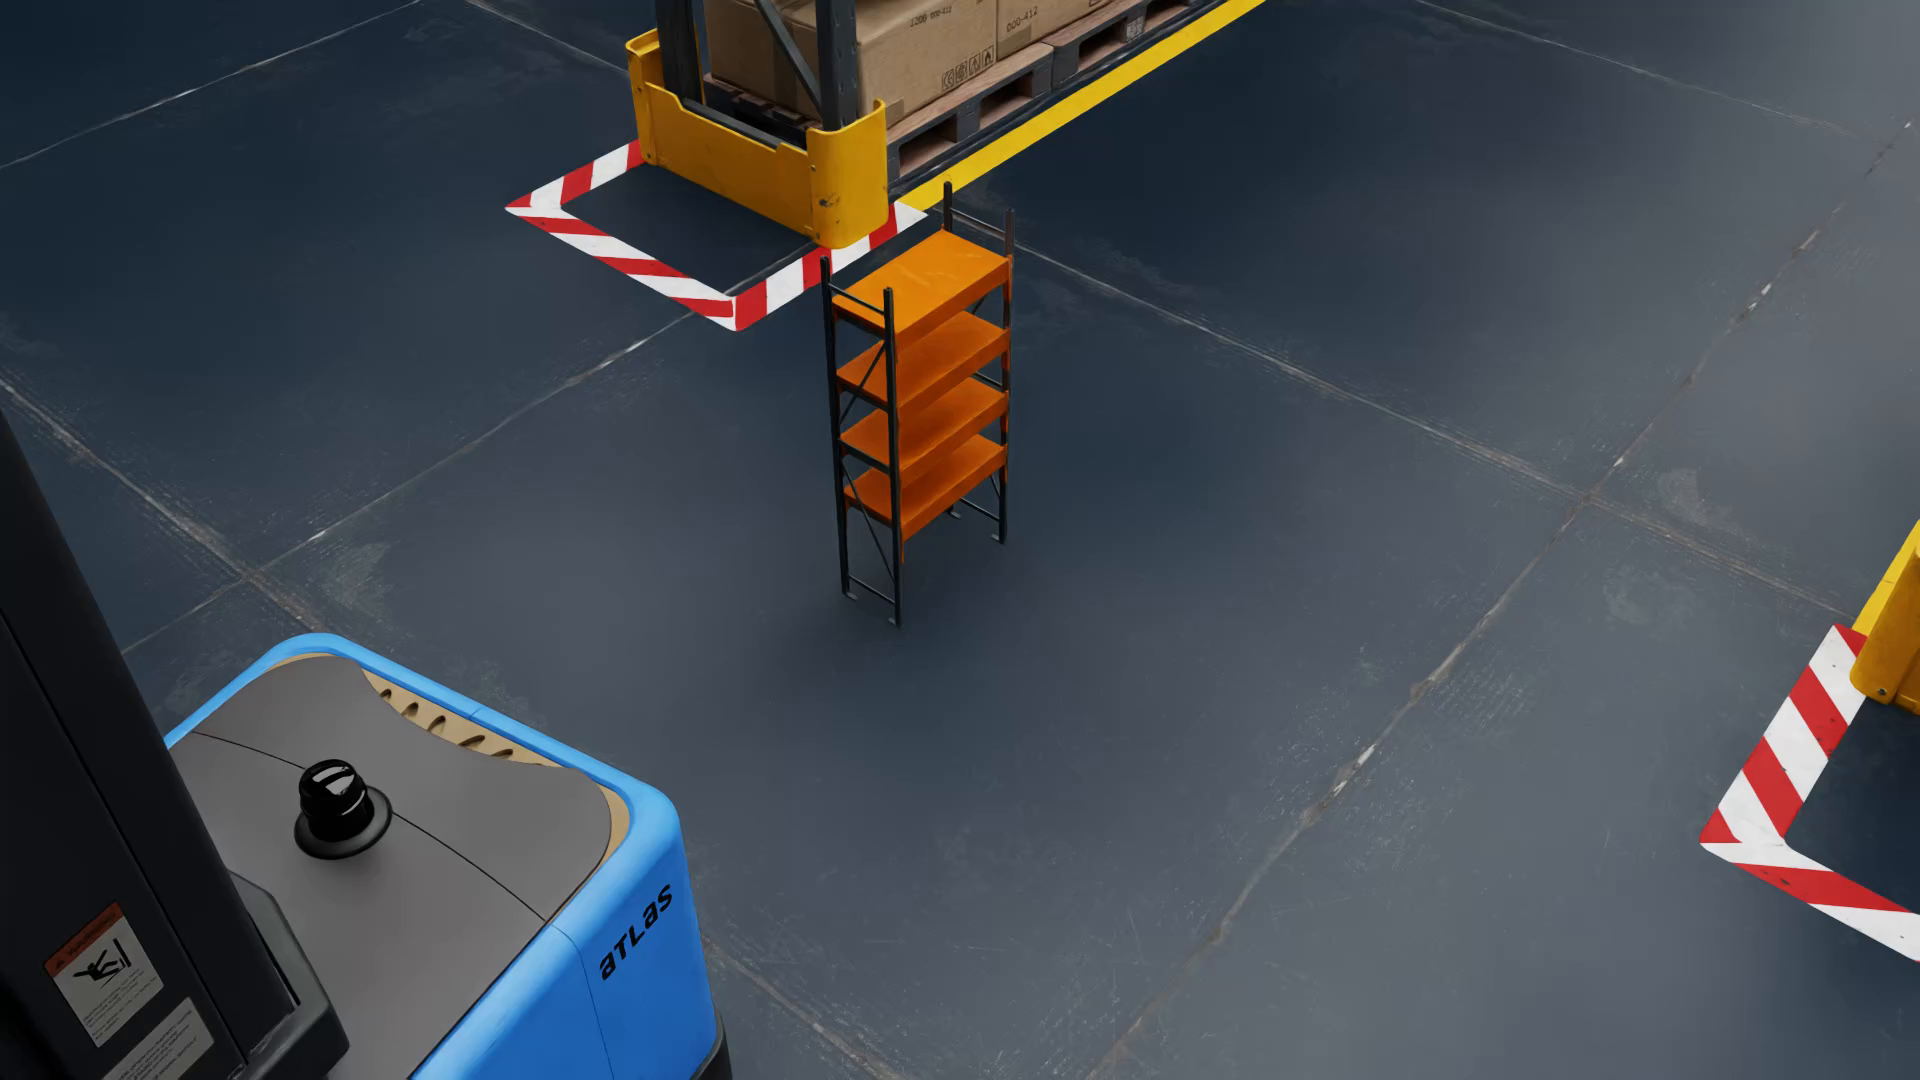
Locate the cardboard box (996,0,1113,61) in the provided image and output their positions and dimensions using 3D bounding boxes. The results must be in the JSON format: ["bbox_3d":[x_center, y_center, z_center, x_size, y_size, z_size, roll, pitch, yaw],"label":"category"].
[{"bbox_3d":[0.130,-2.646,7.522,0.875,0.438,0.875,31,51,29],"label":"cardboard box"}]

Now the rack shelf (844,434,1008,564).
[{"bbox_3d":[-0.107,-0.162,4.931,0.258,0.148,0.480,29,50,28],"label":"rack shelf"}]

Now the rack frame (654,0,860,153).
[{"bbox_3d":[-0.801,-2.580,5.858,1.000,3.000,0.127,29,50,28],"label":"rack frame"}]

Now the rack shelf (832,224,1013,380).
[{"bbox_3d":[-0.107,-0.649,4.488,0.258,0.148,0.480,29,50,28],"label":"rack shelf"}]

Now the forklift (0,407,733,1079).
[{"bbox_3d":[-1.679,0.902,2.080,1.130,2.935,3.031,21,46,21],"label":"forklift"}]

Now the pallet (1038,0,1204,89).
[{"bbox_3d":[0.439,-2.619,7.974,1.003,0.211,1.213,29,50,28],"label":"pallet"}]

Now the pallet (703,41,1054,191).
[{"bbox_3d":[-0.347,-1.994,7.286,1.003,0.211,1.213,29,50,28],"label":"pallet"}]

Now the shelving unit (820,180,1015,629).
[{"bbox_3d":[-0.107,-0.359,4.753,0.258,1.200,0.503,29,50,28],"label":"shelving unit"}]

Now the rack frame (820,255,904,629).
[{"bbox_3d":[-0.264,-0.233,4.614,0.240,1.200,0.015,29,50,28],"label":"rack frame"}]

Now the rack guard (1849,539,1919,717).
[{"bbox_3d":[3.101,0.397,4.442,1.175,0.500,0.348,29,50,28],"label":"rack guard"}]

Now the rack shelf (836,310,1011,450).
[{"bbox_3d":[-0.107,-0.474,4.647,0.258,0.148,0.480,29,50,28],"label":"rack shelf"}]

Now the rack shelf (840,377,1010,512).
[{"bbox_3d":[-0.107,-0.309,4.798,0.258,0.148,0.480,29,50,28],"label":"rack shelf"}]

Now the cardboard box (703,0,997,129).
[{"bbox_3d":[-0.453,-2.171,7.000,0.875,0.438,0.875,28,49,27],"label":"cardboard box"}]

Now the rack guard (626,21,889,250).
[{"bbox_3d":[-0.817,-1.643,6.685,1.175,0.500,0.348,29,50,28],"label":"rack guard"}]

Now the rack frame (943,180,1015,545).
[{"bbox_3d":[0.050,-0.484,4.891,0.240,1.200,0.015,29,50,28],"label":"rack frame"}]
